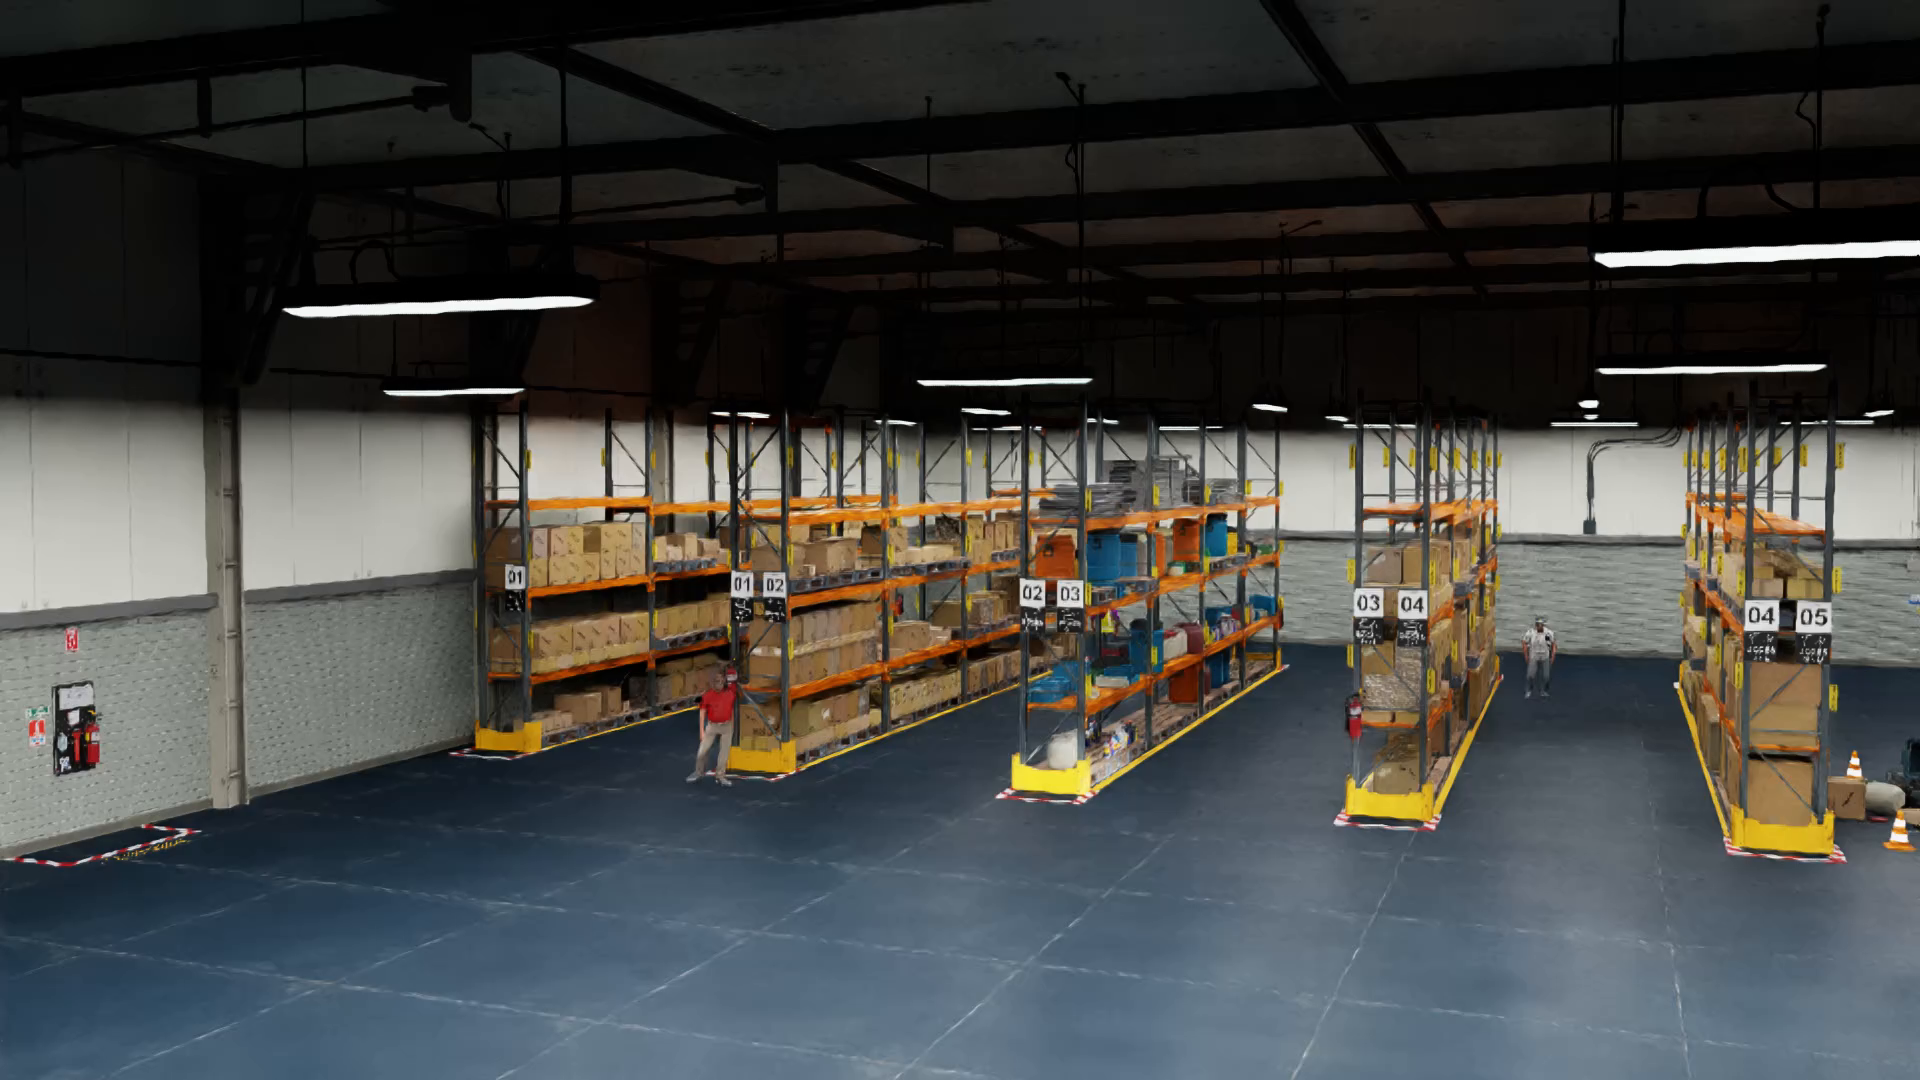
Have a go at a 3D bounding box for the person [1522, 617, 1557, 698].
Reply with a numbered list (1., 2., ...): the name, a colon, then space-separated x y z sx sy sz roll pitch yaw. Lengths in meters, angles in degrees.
1. person: 12.146 2.454 34.870 0.682 1.715 0.542 1 3 19

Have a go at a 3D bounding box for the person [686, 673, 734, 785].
1. person: -3.830 2.901 25.551 0.730 1.718 0.547 -1 3 -21

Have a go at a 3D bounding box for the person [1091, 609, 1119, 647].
1. person: 3.475 2.206 40.043 0.719 1.714 0.578 1 3 19
